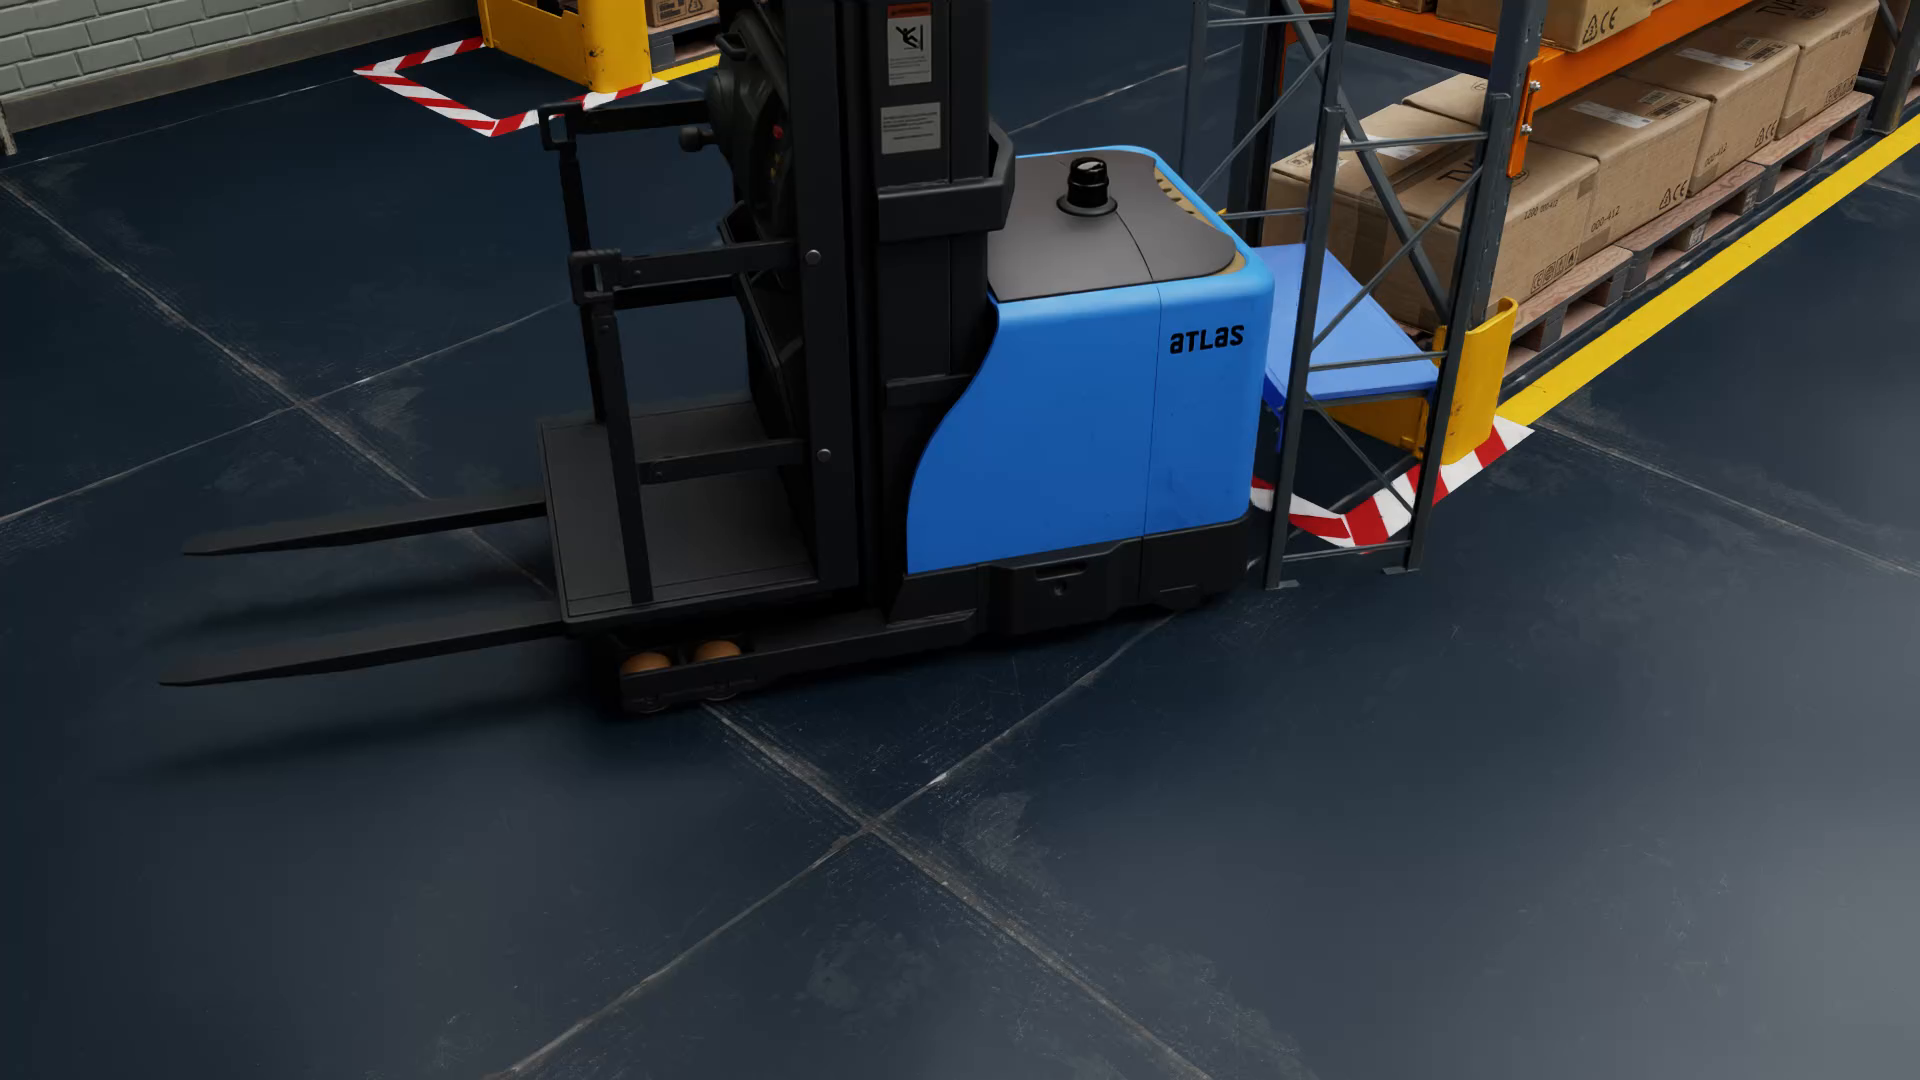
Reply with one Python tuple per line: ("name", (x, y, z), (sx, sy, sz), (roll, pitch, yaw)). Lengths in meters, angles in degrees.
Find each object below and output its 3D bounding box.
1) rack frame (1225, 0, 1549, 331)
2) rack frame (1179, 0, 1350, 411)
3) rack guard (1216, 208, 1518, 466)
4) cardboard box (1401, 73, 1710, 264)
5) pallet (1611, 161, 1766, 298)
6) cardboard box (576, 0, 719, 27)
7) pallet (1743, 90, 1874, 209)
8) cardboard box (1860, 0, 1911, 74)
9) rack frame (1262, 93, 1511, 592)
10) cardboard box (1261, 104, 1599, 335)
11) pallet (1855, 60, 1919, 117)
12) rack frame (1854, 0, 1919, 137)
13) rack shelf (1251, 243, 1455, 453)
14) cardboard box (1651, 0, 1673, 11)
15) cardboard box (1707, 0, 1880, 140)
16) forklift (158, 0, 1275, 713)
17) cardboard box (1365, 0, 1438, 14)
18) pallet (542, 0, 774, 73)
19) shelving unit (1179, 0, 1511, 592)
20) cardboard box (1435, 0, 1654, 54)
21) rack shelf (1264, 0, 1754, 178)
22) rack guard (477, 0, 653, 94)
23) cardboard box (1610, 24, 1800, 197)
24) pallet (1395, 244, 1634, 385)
("rack frame", (1.352, -1.781, 5.181), (1.000, 3.000, 0.127), (30, 45, 35))
("rack frame", (0.950, -1.065, 5.466), (0.500, 1.500, 0.032), (-7, 36, -10))
("rack guard", (1.335, -0.746, 5.882), (1.175, 0.500, 0.348), (30, 45, 35))
("cardboard box", (2.385, -1.585, 6.774), (0.875, 0.438, 0.875), (-29, 44, -34))
("pallet", (2.719, -1.486, 7.196), (1.003, 0.211, 1.213), (30, 45, 35))
("cardboard box", (-1.675, -3.138, 8.943), (0.797, 0.503, 0.637), (28, 43, 34))
("pallet", (3.579, -1.984, 7.910), (1.003, 0.211, 1.213), (30, 45, 35))
("cardboard box", (4.550, -2.989, 8.404), (0.875, 0.875, 0.875), (-28, 44, -34))
("rack frame", (1.164, -0.496, 4.650), (0.500, 1.500, 0.032), (-7, 36, -10))
("cardboard box", (1.746, -1.210, 6.236), (0.875, 0.438, 0.875), (28, 44, 34))
("pallet", (4.660, -2.605, 8.800), (1.003, 0.211, 1.213), (30, 45, 35))
("rack frame", (4.170, -3.405, 7.510), (1.000, 3.000, 0.127), (30, 45, 35))
("rack shelf", (1.057, -0.633, 5.161), (0.538, 0.185, 1.000), (-7, 36, -10))
("cardboard box", (2.230, -2.118, 5.577), (0.500, 0.500, 0.500), (29, 44, 35))
("cardboard box", (3.651, -2.314, 7.819), (0.875, 0.438, 0.875), (29, 44, 35))
("forklift", (-0.718, -1.064, 4.213), (3.031, 2.935, 1.130), (-9, 36, -13))
("cardboard box", (1.504, -2.124, 5.587), (0.500, 0.500, 0.500), (-30, 45, -35))
("pallet", (-1.559, -2.991, 9.354), (1.003, 0.211, 1.213), (30, 45, 35))
("shelving unit", (1.057, -0.780, 5.058), (0.538, 1.500, 1.048), (-7, 36, -10))
("cardboard box", (1.894, -1.901, 5.266), (0.500, 0.500, 0.500), (29, 44, 35))
("rack shelf", (2.761, -2.298, 6.551), (1.077, 0.370, 4.000), (30, 45, 35))
("rack guard", (-2.120, -2.785, 8.807), (1.175, 0.500, 0.348), (30, 45, 35))
("cardboard box", (3.021, -1.951, 7.298), (0.875, 0.438, 0.875), (28, 44, 34))
("pallet", (1.859, -0.993, 6.490), (1.003, 0.211, 1.213), (30, 45, 35))
